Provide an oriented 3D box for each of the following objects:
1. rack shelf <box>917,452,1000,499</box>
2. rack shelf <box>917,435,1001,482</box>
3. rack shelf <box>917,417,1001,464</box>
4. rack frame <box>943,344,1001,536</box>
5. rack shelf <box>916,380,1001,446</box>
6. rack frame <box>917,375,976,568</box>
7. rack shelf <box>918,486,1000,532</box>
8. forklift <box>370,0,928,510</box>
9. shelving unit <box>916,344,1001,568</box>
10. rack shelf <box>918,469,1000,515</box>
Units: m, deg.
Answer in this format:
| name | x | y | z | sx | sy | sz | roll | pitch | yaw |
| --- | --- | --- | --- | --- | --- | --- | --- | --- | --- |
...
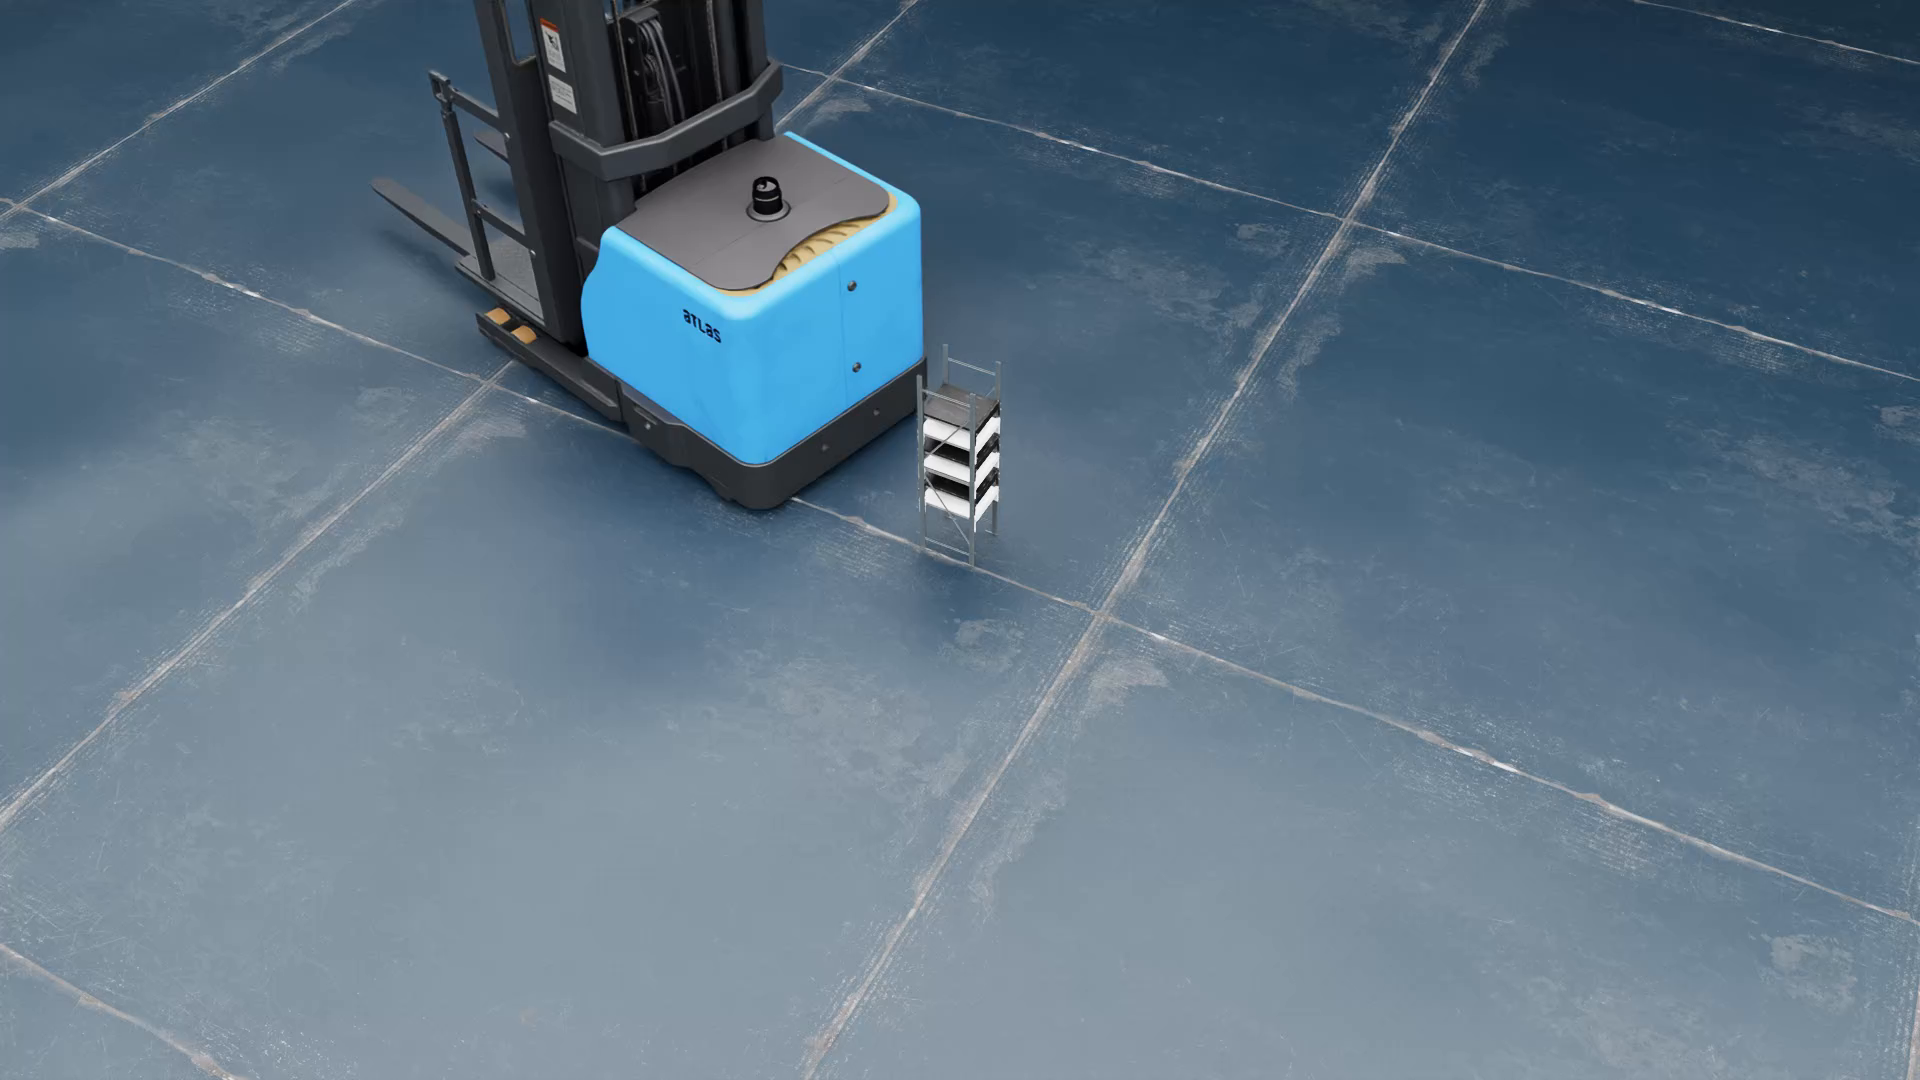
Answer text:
| name | x | y | z | sx | sy | sz | roll | pitch | yaw |
| --- | --- | --- | --- | --- | --- | --- | --- | --- | --- |
| rack shelf | -0.004 | -0.288 | 6.449 | 0.258 | 0.077 | 0.200 | 20 | 49 | 19 |
| rack shelf | -0.004 | -0.351 | 6.385 | 0.258 | 0.077 | 0.200 | 20 | 49 | 19 |
| rack shelf | -0.004 | -0.414 | 6.321 | 0.258 | 0.077 | 0.200 | 20 | 49 | 19 |
| rack frame | 0.043 | -0.375 | 6.488 | 0.240 | 0.900 | 0.006 | 20 | 49 | 19 |
| rack shelf | -0.004 | -0.478 | 6.257 | 0.258 | 0.077 | 0.200 | 20 | 49 | 19 |
| rack frame | -0.051 | -0.247 | 6.362 | 0.240 | 0.900 | 0.006 | 20 | 49 | 19 |
| rack shelf | -0.004 | -0.161 | 6.577 | 0.258 | 0.077 | 0.200 | 20 | 49 | 19 |
| forklift | -1.565 | -2.076 | 6.741 | 3.031 | 2.935 | 1.130 | 33 | 54 | 29 |
| shelving unit | -0.004 | -0.311 | 6.425 | 0.258 | 0.900 | 0.210 | 20 | 49 | 19 |
| rack shelf | -0.004 | -0.225 | 6.513 | 0.258 | 0.077 | 0.200 | 20 | 49 | 19 |
